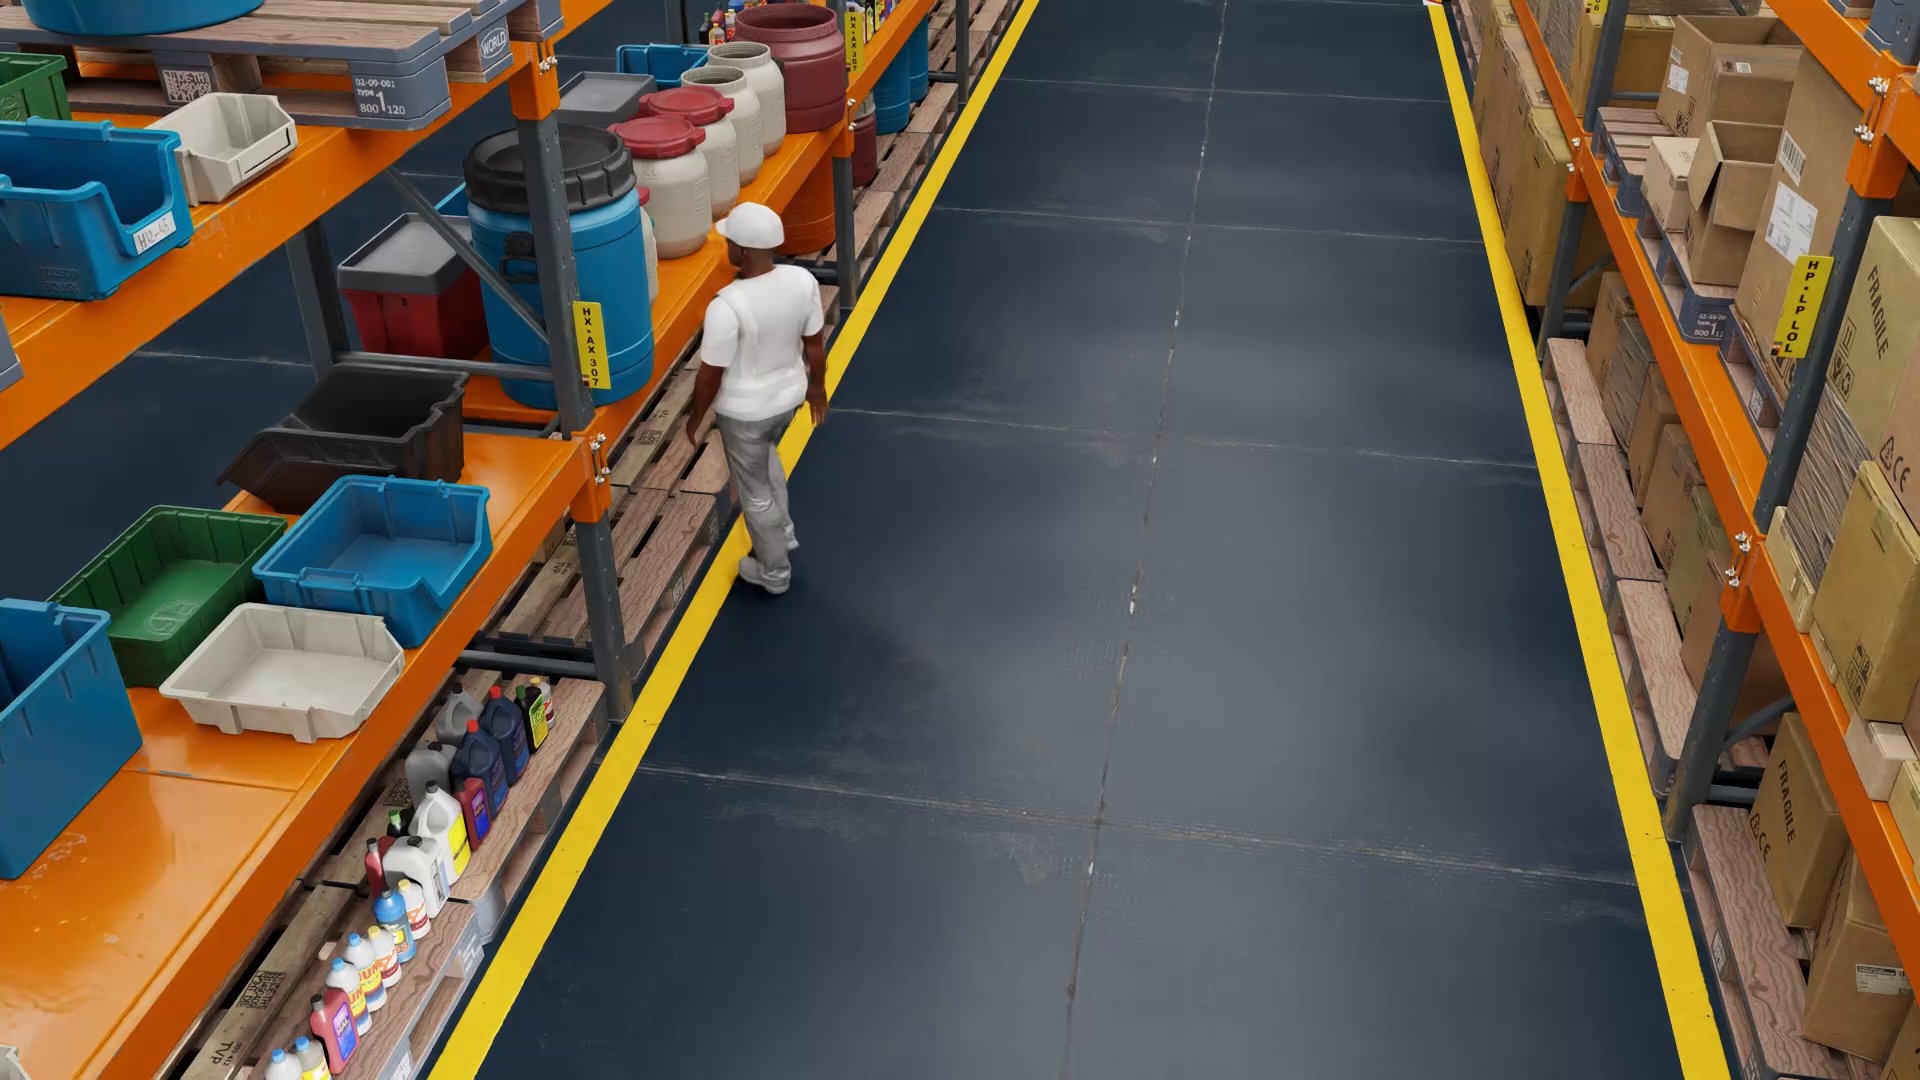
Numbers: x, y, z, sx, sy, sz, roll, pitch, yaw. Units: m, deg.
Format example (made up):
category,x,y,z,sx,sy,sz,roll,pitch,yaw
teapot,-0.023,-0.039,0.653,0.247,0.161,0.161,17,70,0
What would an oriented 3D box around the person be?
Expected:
category,x,y,z,sx,sy,sz,roll,pitch,yaw
person,-0.883,-0.584,7.044,0.479,1.805,0.616,26,41,35
